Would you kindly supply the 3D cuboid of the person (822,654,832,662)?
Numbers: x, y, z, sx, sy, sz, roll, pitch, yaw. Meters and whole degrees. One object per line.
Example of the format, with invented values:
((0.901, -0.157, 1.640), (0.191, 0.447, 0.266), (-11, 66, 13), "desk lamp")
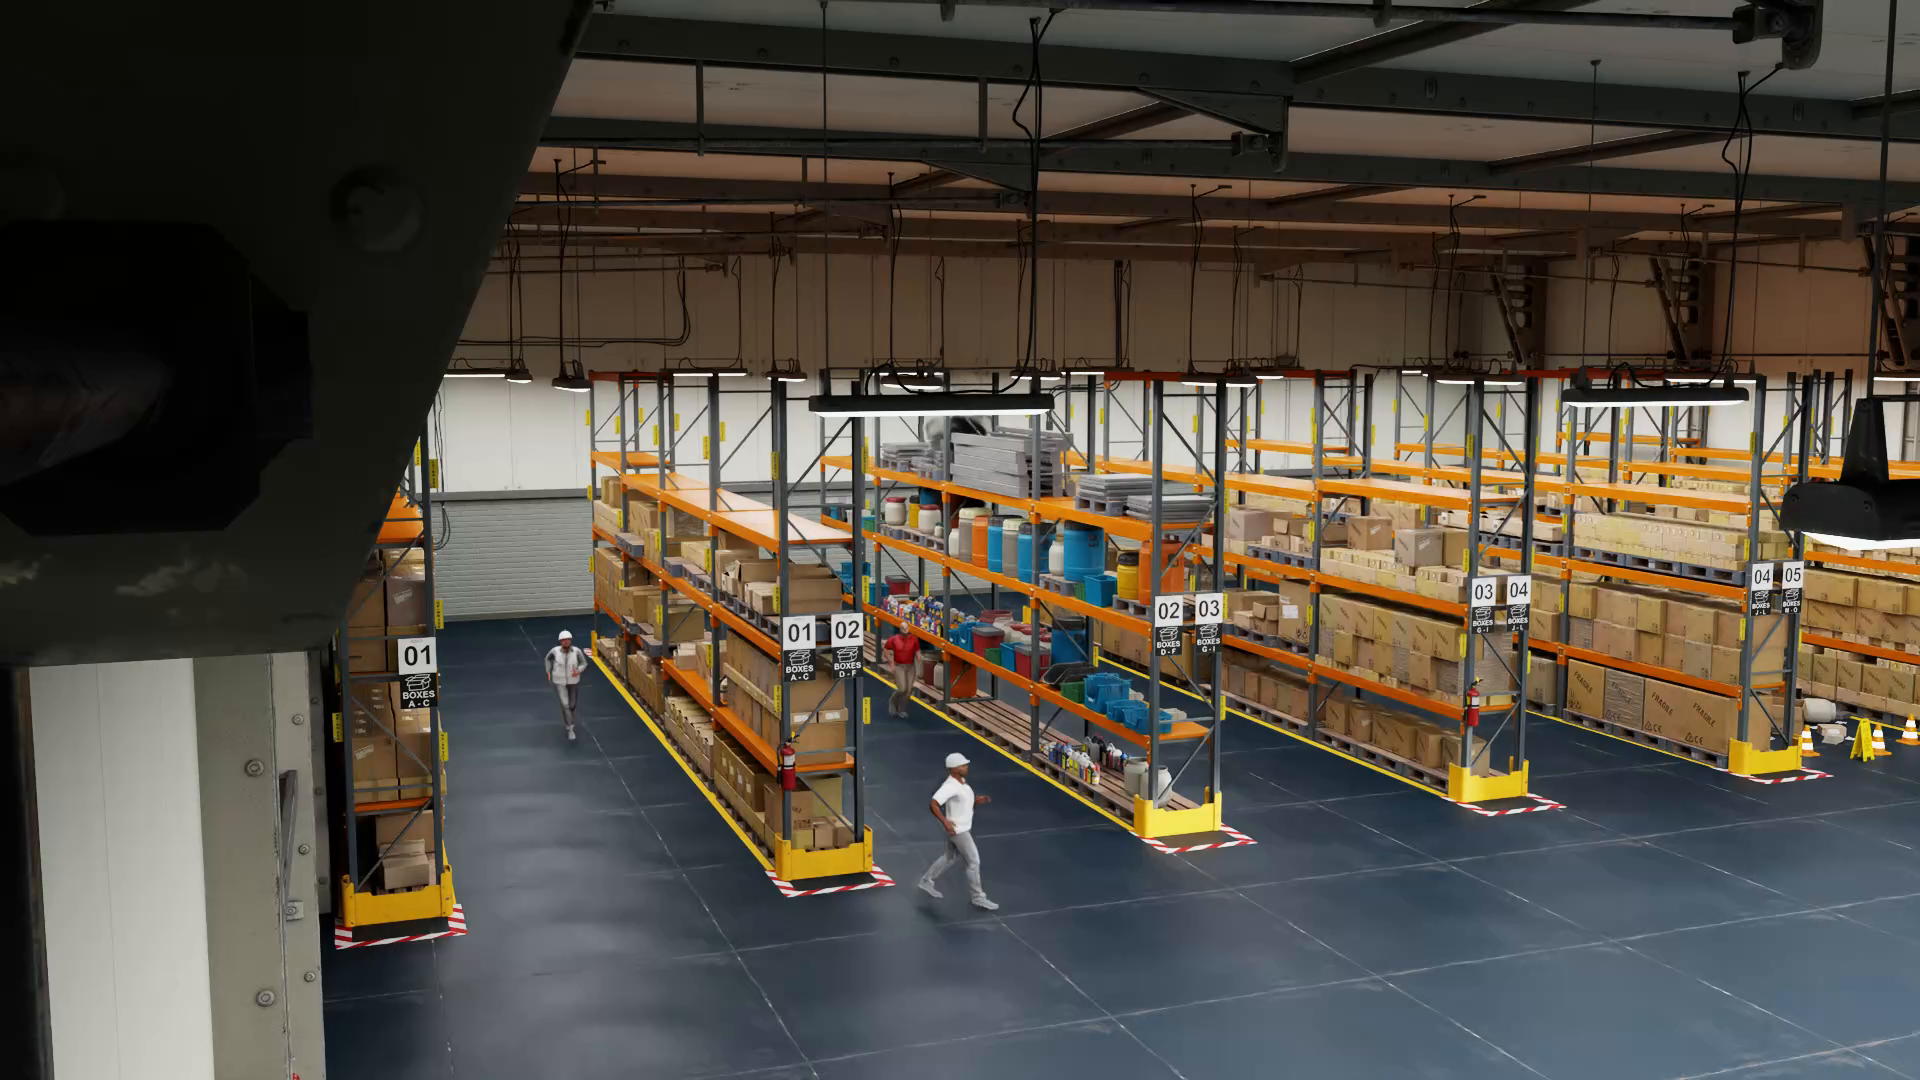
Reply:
((-2.312, 2.206, 29.493), (0.529, 1.696, 0.887), (-3, 7, -23), "person")

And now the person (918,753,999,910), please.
((-0.022, 3.309, 19.012), (0.947, 1.778, 0.691), (1, 6, 5), "person")

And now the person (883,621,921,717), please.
((-0.943, 2.266, 28.940), (0.643, 1.686, 0.590), (-3, 7, -24), "person")

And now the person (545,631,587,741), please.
((-6.543, 2.369, 27.667), (0.678, 1.774, 1.010), (-2, 7, -19), "person")
